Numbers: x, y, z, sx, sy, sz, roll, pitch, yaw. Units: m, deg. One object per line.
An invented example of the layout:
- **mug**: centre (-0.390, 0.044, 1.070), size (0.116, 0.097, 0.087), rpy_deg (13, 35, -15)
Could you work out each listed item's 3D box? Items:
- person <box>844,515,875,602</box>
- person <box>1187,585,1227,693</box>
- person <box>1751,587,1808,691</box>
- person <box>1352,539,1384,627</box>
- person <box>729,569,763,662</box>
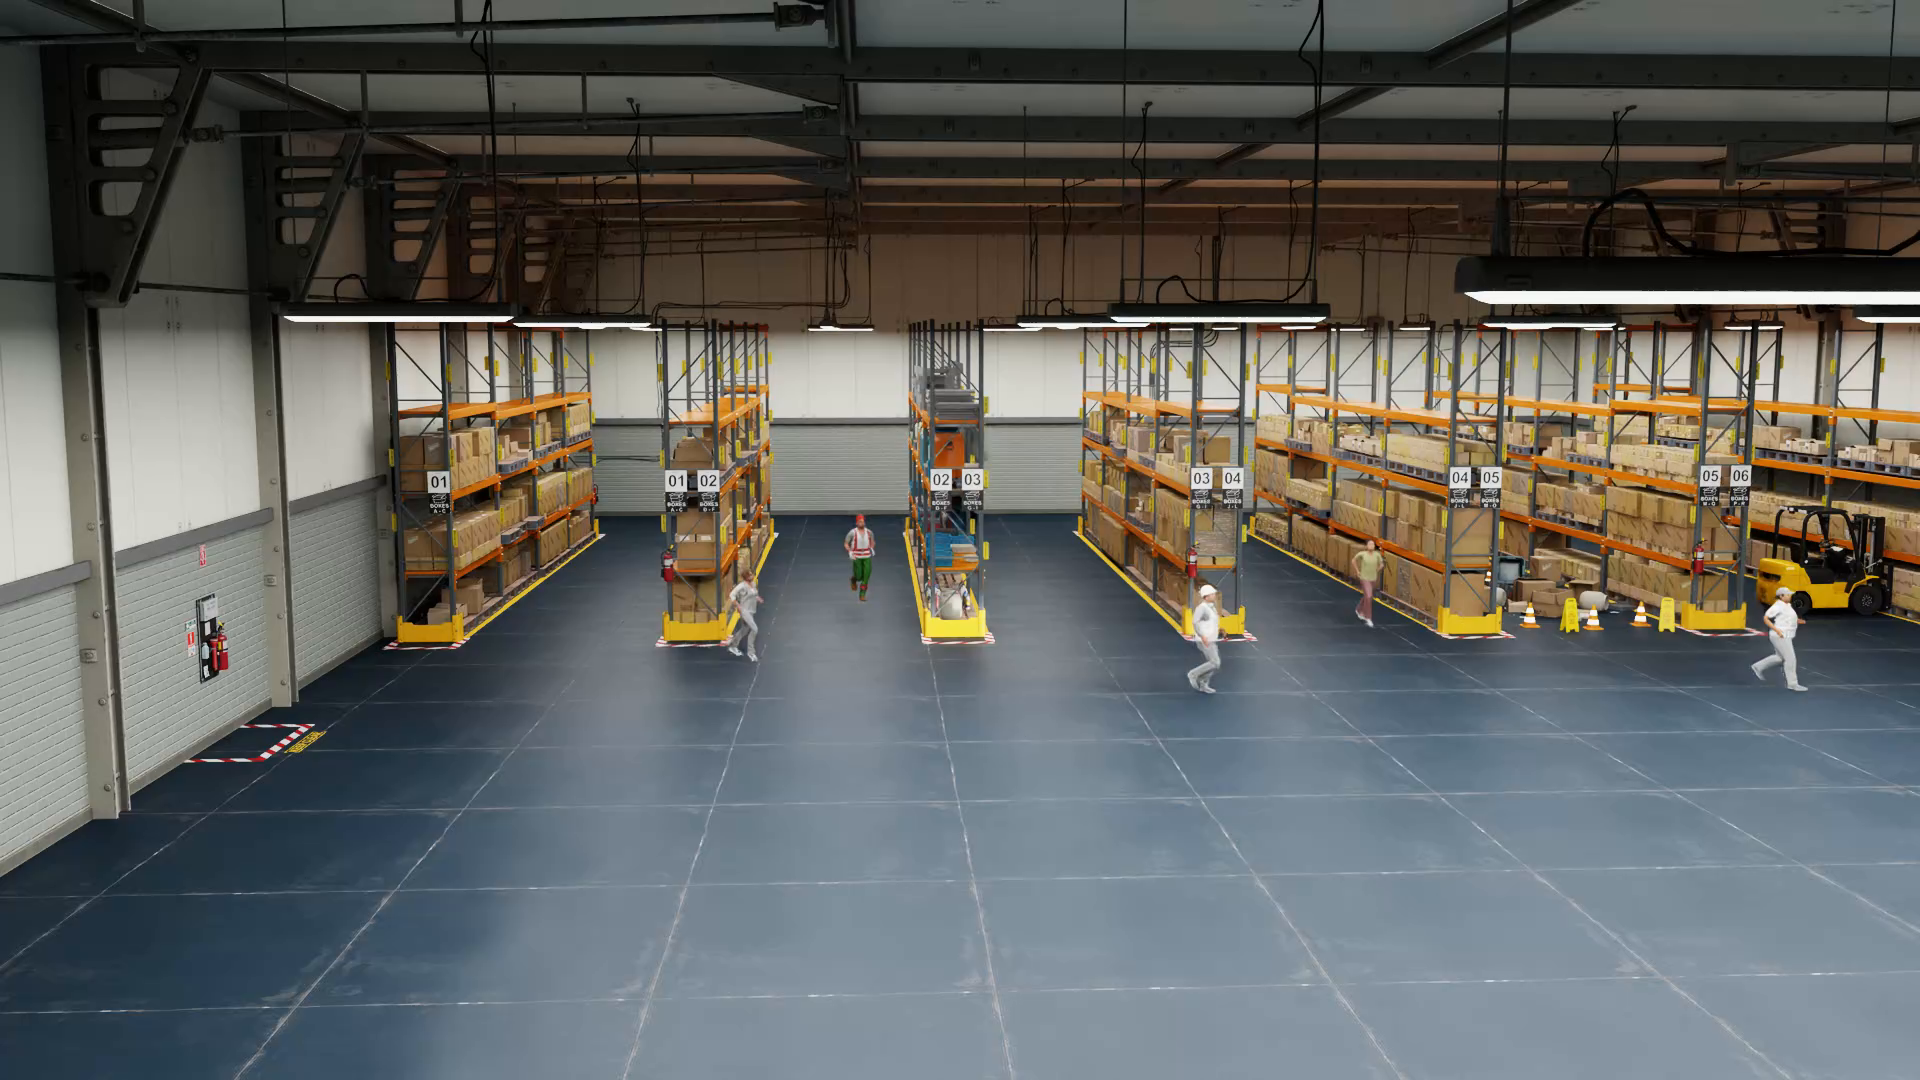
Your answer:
- **person**: centre (-2.030, 0.361, 34.078), size (0.656, 1.760, 0.704), rpy_deg (-3, 8, -20)
- **person**: centre (3.958, 1.585, 26.624), size (0.576, 1.743, 0.676), rpy_deg (3, 8, 22)
- **person**: centre (13.305, 1.575, 26.928), size (0.899, 1.644, 0.615), rpy_deg (6, 9, 41)
- **person**: centre (8.111, 0.813, 33.037), size (0.567, 1.715, 0.792), rpy_deg (-2, 7, -14)
- **person**: centre (-3.787, 1.316, 29.357), size (0.714, 1.642, 0.522), rpy_deg (3, 8, 25)
